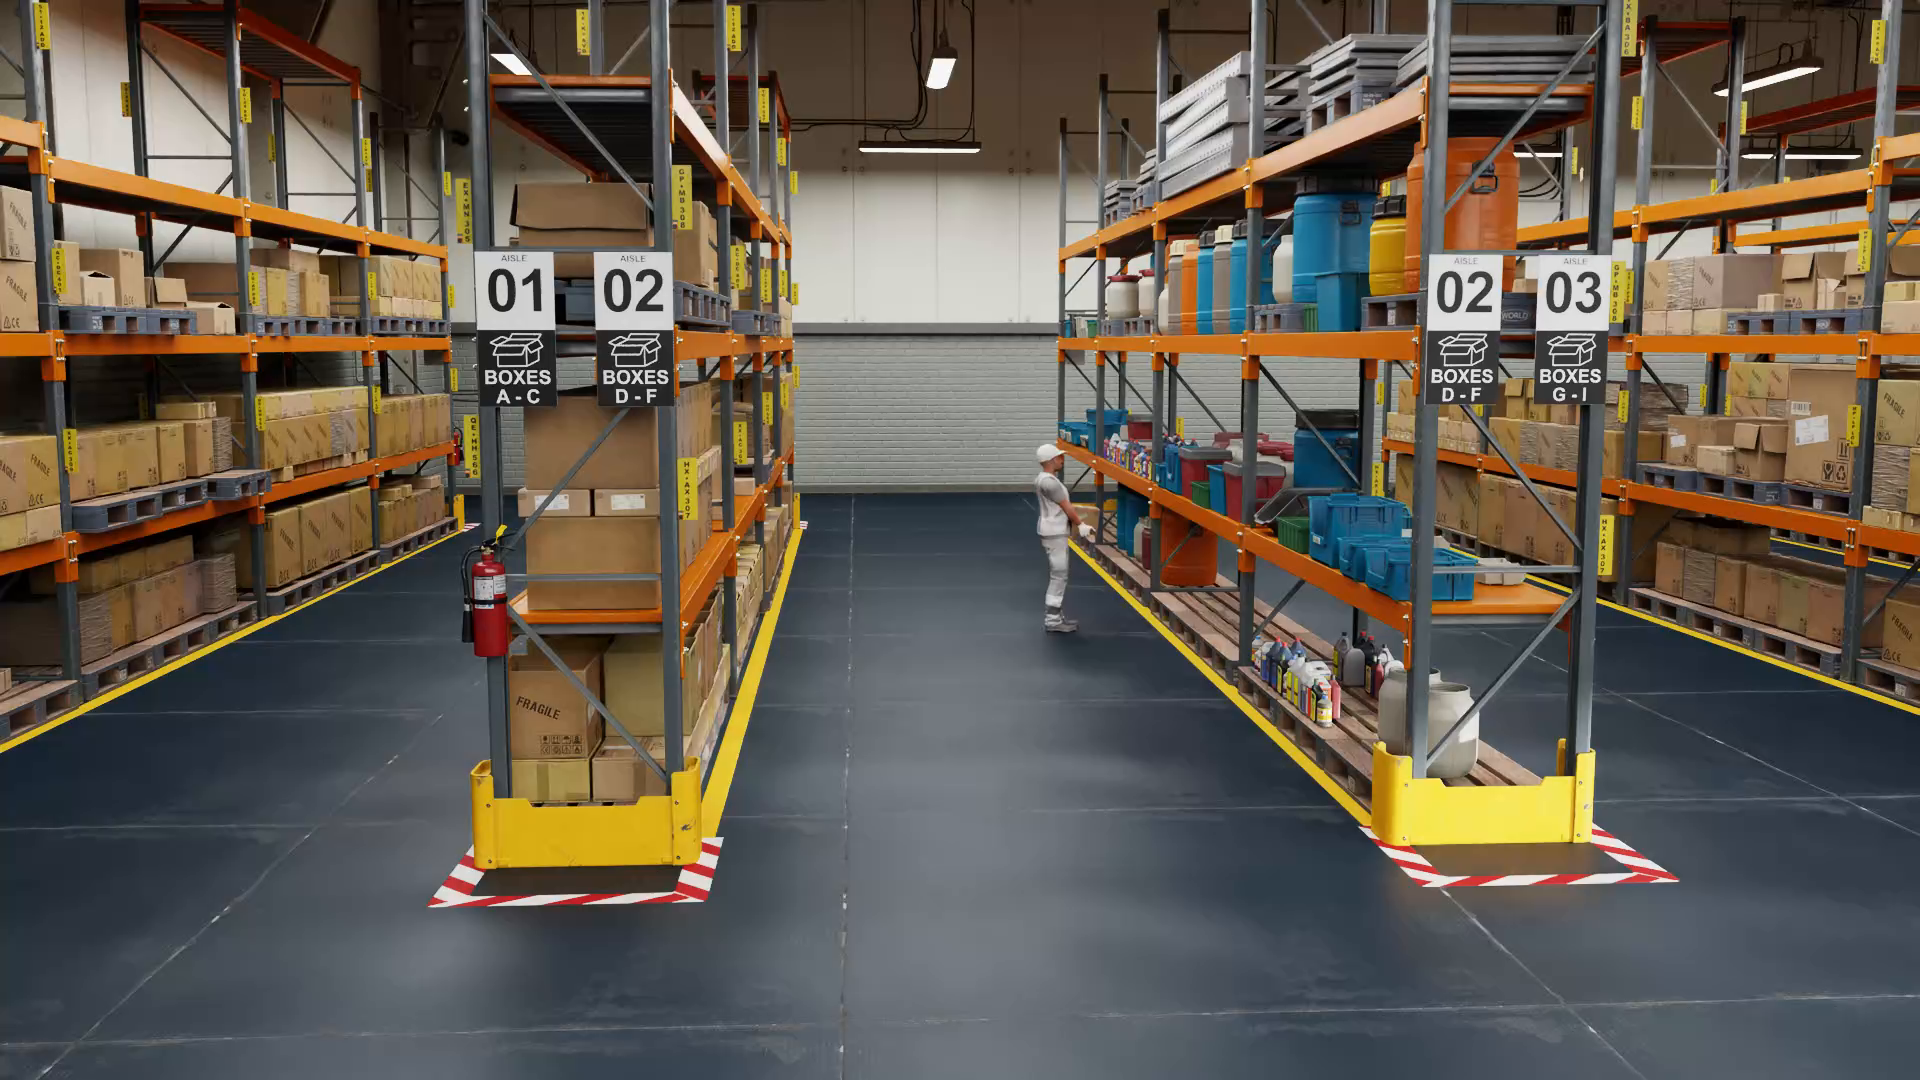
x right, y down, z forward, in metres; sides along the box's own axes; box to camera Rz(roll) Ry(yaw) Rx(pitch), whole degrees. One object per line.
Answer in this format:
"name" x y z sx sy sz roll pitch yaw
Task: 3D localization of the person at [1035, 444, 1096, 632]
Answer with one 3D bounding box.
"person" 1.002 -0.026 15.886 0.560 1.782 0.493 0 7 -3
